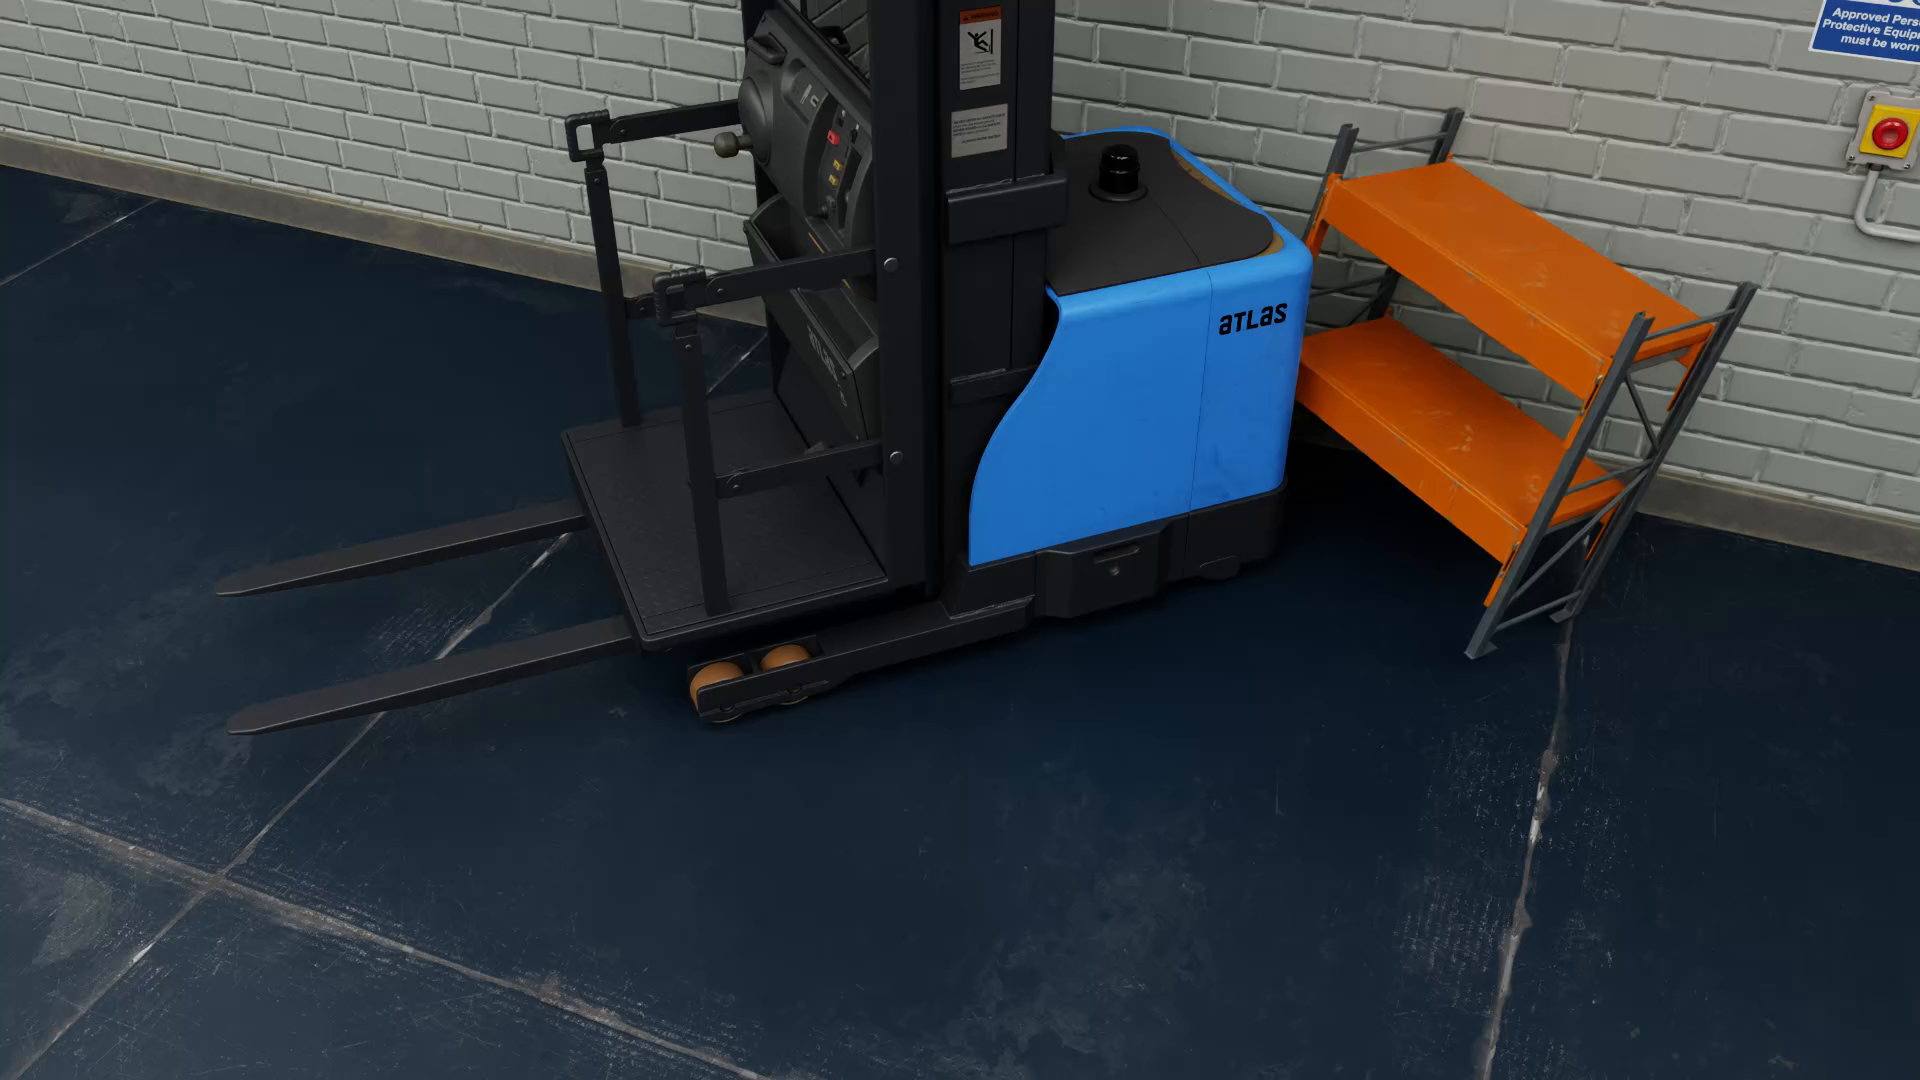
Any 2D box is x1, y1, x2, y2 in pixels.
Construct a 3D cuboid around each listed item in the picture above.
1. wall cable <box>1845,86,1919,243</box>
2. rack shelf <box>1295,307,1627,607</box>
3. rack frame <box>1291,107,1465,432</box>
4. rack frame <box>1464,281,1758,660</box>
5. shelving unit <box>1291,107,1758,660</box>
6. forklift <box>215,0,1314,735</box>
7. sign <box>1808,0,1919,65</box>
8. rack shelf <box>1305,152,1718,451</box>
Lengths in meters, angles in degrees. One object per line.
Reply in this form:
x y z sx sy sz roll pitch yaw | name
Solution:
2.443 -1.627 4.046 0.585 1.953 0.123 14 39 18 | wall cable
1.404 -0.276 4.921 0.538 0.278 1.000 -17 47 -33 | rack shelf
1.162 -0.765 5.065 0.500 1.125 0.032 -17 47 -33 | rack frame
1.735 -0.164 4.478 0.500 1.125 0.032 -17 47 -33 | rack frame
1.448 -0.465 4.772 0.538 1.125 1.048 -17 47 -33 | shelving unit
-0.584 -1.031 4.182 3.031 2.935 1.130 -14 39 -18 | forklift
2.422 -1.360 4.339 0.327 0.218 0.001 14 39 18 | sign
1.502 -0.690 4.593 0.538 0.278 1.000 -17 47 -33 | rack shelf
